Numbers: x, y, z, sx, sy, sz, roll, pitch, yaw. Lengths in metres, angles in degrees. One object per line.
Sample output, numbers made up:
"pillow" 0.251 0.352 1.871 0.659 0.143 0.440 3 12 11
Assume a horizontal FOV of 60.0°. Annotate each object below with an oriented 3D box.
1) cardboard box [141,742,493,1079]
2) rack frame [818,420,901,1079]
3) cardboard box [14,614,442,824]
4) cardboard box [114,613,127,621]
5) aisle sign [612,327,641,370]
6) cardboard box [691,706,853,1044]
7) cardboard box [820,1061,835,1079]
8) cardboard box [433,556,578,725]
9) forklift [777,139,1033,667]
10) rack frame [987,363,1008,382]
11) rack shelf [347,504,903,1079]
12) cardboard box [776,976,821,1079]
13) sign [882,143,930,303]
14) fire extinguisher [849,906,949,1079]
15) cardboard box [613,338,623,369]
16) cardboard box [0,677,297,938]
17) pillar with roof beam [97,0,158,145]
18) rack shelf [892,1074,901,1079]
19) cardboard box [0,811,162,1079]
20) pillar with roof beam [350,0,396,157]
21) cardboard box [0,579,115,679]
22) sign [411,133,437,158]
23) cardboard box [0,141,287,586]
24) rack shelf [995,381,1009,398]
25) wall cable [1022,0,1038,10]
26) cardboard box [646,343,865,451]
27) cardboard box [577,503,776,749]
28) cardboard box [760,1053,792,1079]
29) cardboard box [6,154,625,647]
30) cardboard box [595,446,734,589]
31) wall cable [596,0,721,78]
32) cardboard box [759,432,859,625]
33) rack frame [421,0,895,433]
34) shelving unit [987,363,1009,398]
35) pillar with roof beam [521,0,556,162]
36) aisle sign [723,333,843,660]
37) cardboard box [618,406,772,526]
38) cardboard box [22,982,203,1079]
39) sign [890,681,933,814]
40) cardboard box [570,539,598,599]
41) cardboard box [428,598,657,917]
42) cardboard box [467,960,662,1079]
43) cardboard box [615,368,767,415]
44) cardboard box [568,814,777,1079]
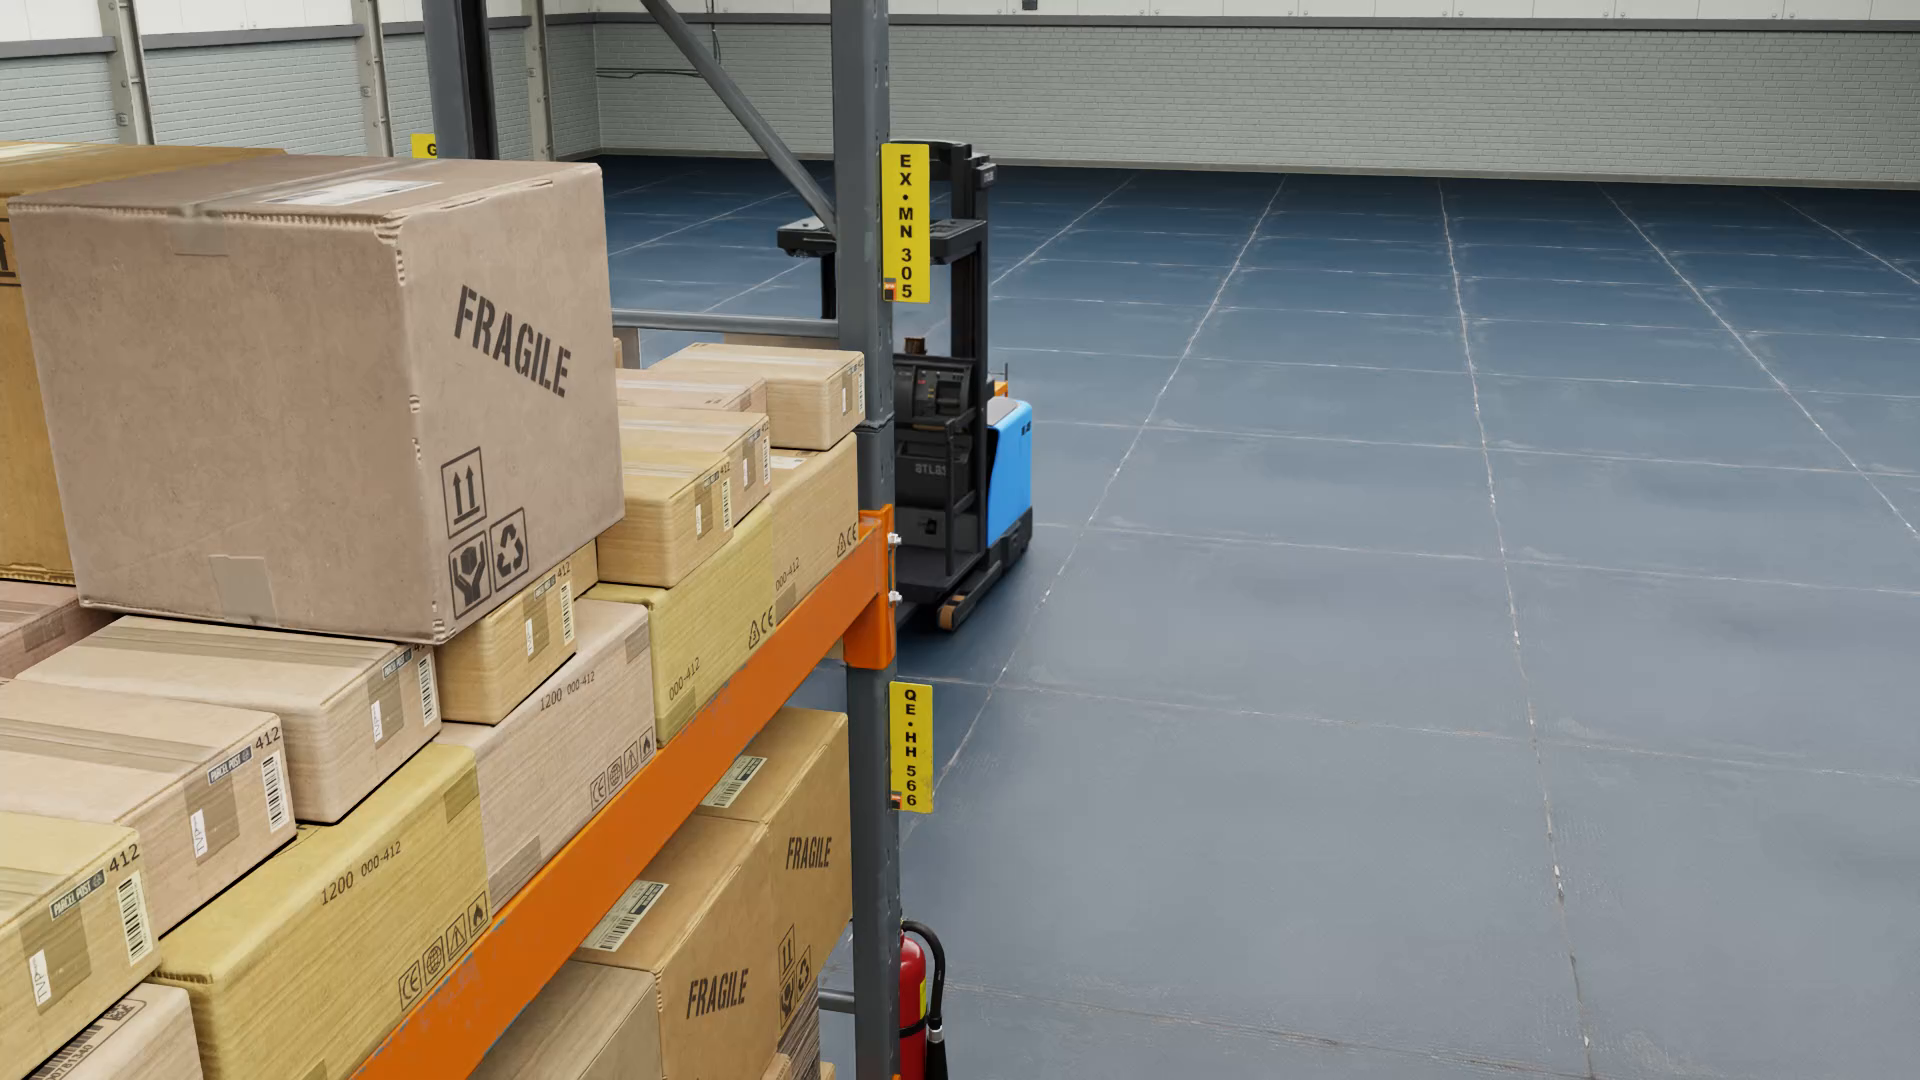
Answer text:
"cardboard box" -0.888 0.428 1.887 0.500 0.250 0.500 4 19 12
"rack frame" -0.646 1.130 4.238 1.000 3.000 0.127 5 19 13
"cardboard box" -0.848 0.194 1.953 0.380 0.149 0.250 4 19 11
"cardboard box" -1.288 0.066 2.328 0.380 0.149 0.250 4 19 11
"aisle sign" -0.921 -0.143 3.944 0.394 0.787 0.004 5 19 13
"cardboard box" -0.540 0.661 3.451 0.500 0.500 0.500 5 19 13
"cardboard box" -0.515 1.355 3.970 0.380 0.149 0.250 5 19 13
"cardboard box" -0.736 0.112 2.194 0.380 0.149 0.250 4 19 11
"forklift" -0.443 -0.959 10.460 1.130 2.935 3.031 6 20 18
"rack frame" 0.242 -0.755 12.542 0.240 1.200 0.015 6 20 18
"rack shelf" -1.134 0.678 2.034 1.077 0.370 4.000 5 19 13
"cardboard box" -0.807 1.112 3.676 0.875 0.500 0.500 5 19 13
"sign" -0.112 -0.658 3.464 0.100 0.325 0.005 5 19 13
"fire extinguisher" -0.171 1.167 4.249 0.296 0.674 0.183 5 19 13
"cardboard box" -0.937 -0.339 3.514 0.380 0.149 0.250 5 19 13
"cardboard box" -0.933 0.274 1.719 0.380 0.149 0.250 5 20 15
"pillar with roof beam" -7.541 -8.037 21.796 9.100 9.000 0.400 5 19 13
"rack shelf" -1.134 2.097 2.519 1.077 0.370 4.000 5 19 13
"cardboard box" -0.963 0.357 1.475 0.380 0.149 0.250 4 19 12
"pillar with roof beam" -6.075 -9.918 27.302 9.100 9.000 0.400 5 19 13
"cardboard box" -1.304 0.148 2.089 0.380 0.149 0.250 4 19 13
"sign" -1.172 -0.746 3.737 0.100 0.325 0.005 5 19 13
"cardboard box" -1.270 -0.270 2.308 0.500 0.500 0.500 5 19 13
"rack shelf" 0.162 -1.052 12.197 0.258 0.148 0.480 6 20 18
"wall cable" 2.420 -13.812 33.441 2.305 6.003 0.169 5 19 13
"cardboard box" -0.411 -0.295 3.386 0.380 0.149 0.250 5 19 13
"cardboard box" -0.636 0.110 2.818 0.500 0.250 0.500 5 19 14
"cardboard box" -0.812 1.278 3.189 0.875 0.500 0.500 5 19 13
"cardboard box" -0.779 -0.208 2.127 0.500 0.500 0.500 5 19 13
"cardboard box" -0.587 -0.048 2.662 0.380 0.149 0.250 5 19 14
"wall cable" -6.782 -11.488 36.702 3.097 2.526 0.112 5 19 13
"cardboard box" -0.517 -0.047 3.276 0.500 0.250 0.500 5 20 15
"rack frame" -0.646 -1.709 3.269 1.000 3.000 0.127 5 19 13
"shelving unit" 0.162 -0.681 12.324 0.258 1.200 0.503 6 20 18
"pillar with roof beam" -4.609 -11.798 32.807 9.100 9.000 0.400 5 19 13
"aisle sign" -0.340 -0.096 3.806 0.394 0.787 0.004 5 19 13
"cardboard box" -0.549 -0.129 2.898 0.380 0.149 0.250 4 19 11
"cardboard box" -1.009 0.593 1.401 0.500 0.250 0.500 4 19 11
"sign" -0.112 0.483 3.853 0.100 0.325 0.005 5 19 13
"cardboard box" -0.768 0.020 2.464 0.380 0.149 0.250 5 19 14
"cardboard box" -0.770 0.269 2.349 0.500 0.250 0.500 5 20 15
"cardboard box" -0.782 0.974 2.532 0.500 0.500 0.500 5 19 13
"cardboard box" -0.588 -0.223 3.174 0.380 0.149 0.250 4 19 12
"cardboard box" -0.657 0.818 2.990 0.500 0.500 0.500 5 19 13
